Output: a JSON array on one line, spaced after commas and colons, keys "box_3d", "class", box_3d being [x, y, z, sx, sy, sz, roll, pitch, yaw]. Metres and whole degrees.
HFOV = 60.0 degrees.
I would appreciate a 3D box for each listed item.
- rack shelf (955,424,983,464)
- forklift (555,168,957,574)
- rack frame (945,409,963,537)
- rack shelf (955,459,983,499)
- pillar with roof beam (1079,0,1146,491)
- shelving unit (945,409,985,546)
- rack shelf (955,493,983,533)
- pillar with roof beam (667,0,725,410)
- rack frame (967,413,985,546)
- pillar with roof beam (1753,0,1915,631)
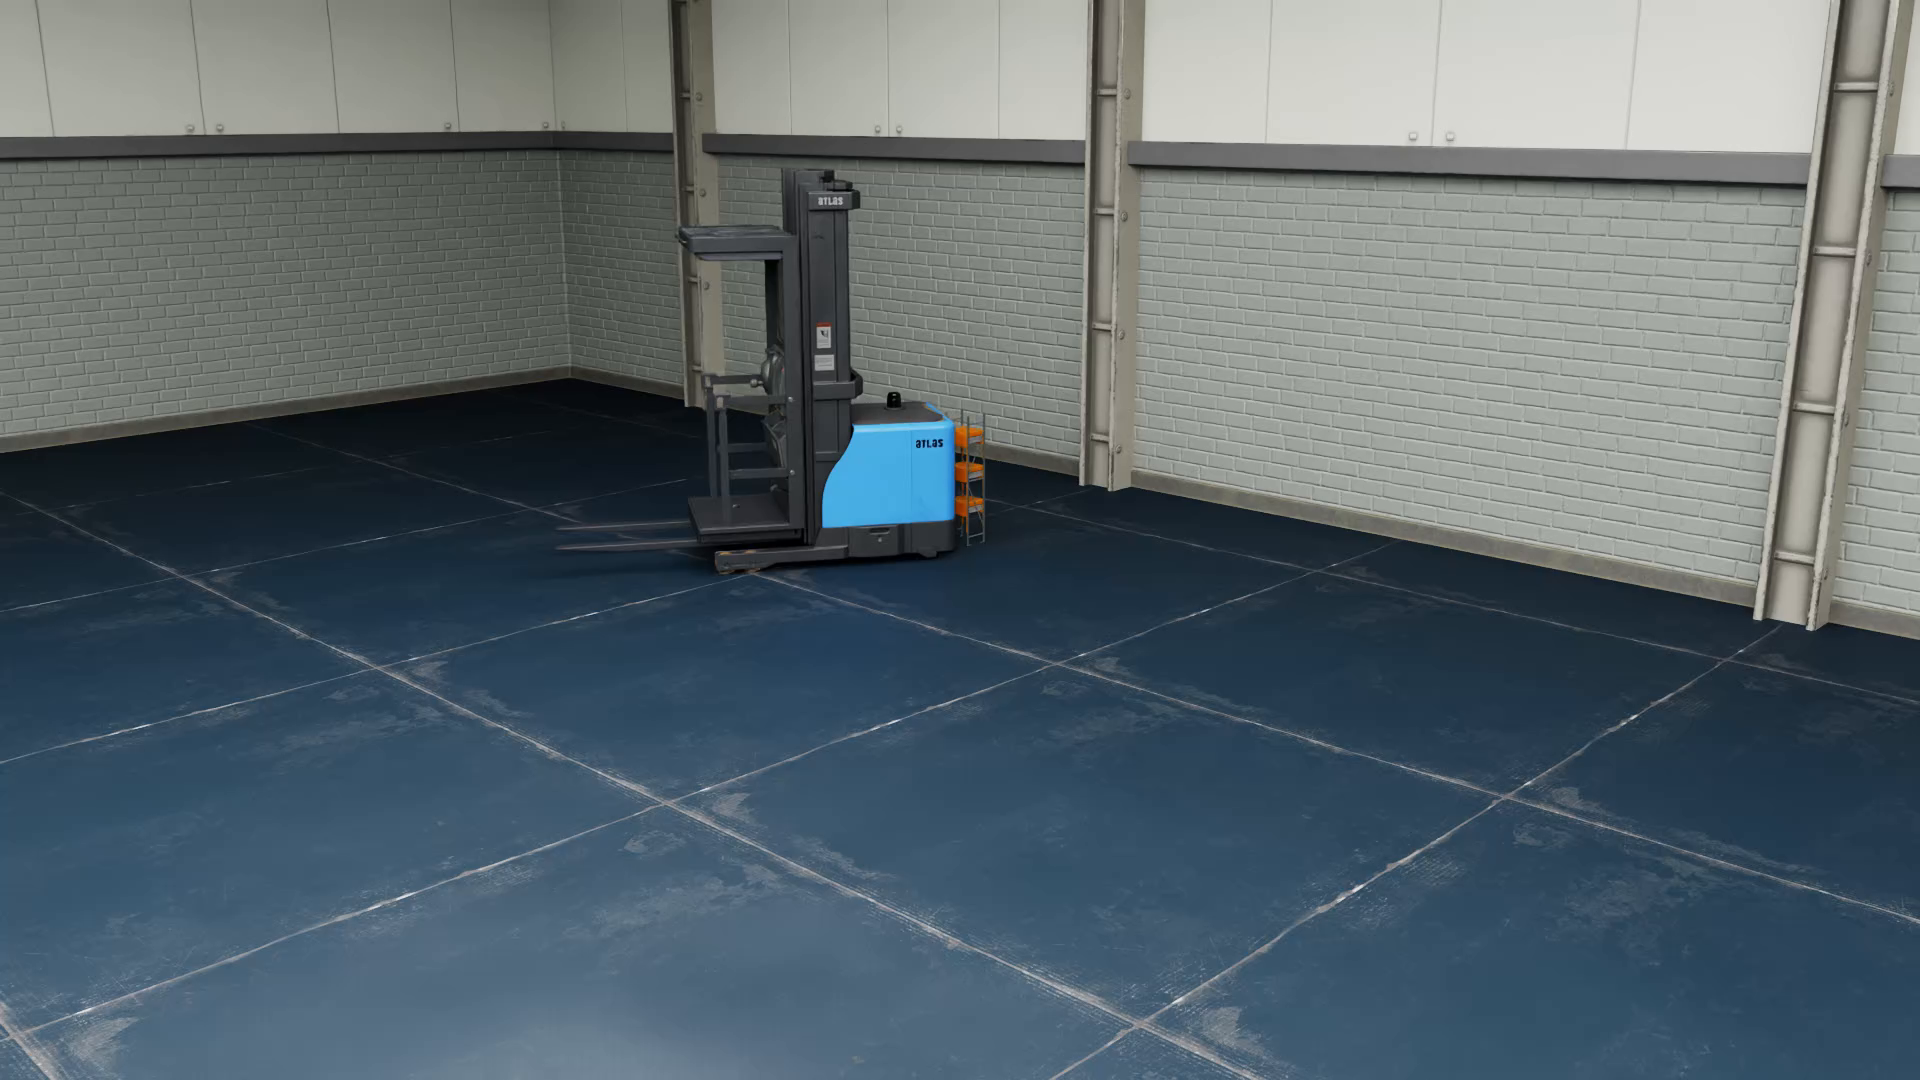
[{"box_3d": [0.040, -0.763, 13.195, 0.240, 0.259, 0.215, 14, 20, 42], "class": "rack shelf"}, {"box_3d": [-1.598, -1.309, 12.642, 3.031, 2.935, 1.130, -4, 15, -13], "class": "forklift"}, {"box_3d": [-0.047, -0.520, 13.346, 0.008, 1.050, 0.200, 14, 20, 42], "class": "rack frame"}, {"box_3d": [0.040, -0.489, 13.267, 0.240, 0.259, 0.215, 14, 20, 42], "class": "rack shelf"}, {"box_3d": [-1.641, -4.078, 11.237, 0.400, 9.000, 9.100, 14, 20, 42], "class": "pillar with roof beam"}, {"box_3d": [0.040, -0.499, 13.264, 0.252, 1.050, 0.215, 14, 20, 42], "class": "shelving unit"}, {"box_3d": [0.040, -0.220, 13.337, 0.240, 0.259, 0.215, 14, 20, 42], "class": "rack shelf"}, {"box_3d": [-5.960, -5.128, 15.267, 0.400, 9.000, 9.100, 14, 20, 42], "class": "pillar with roof beam"}, {"box_3d": [0.127, -0.477, 13.182, 0.008, 1.050, 0.200, 14, 20, 42], "class": "rack frame"}, {"box_3d": [2.679, -3.028, 7.207, 0.400, 9.000, 9.100, 14, 20, 42], "class": "pillar with roof beam"}]
